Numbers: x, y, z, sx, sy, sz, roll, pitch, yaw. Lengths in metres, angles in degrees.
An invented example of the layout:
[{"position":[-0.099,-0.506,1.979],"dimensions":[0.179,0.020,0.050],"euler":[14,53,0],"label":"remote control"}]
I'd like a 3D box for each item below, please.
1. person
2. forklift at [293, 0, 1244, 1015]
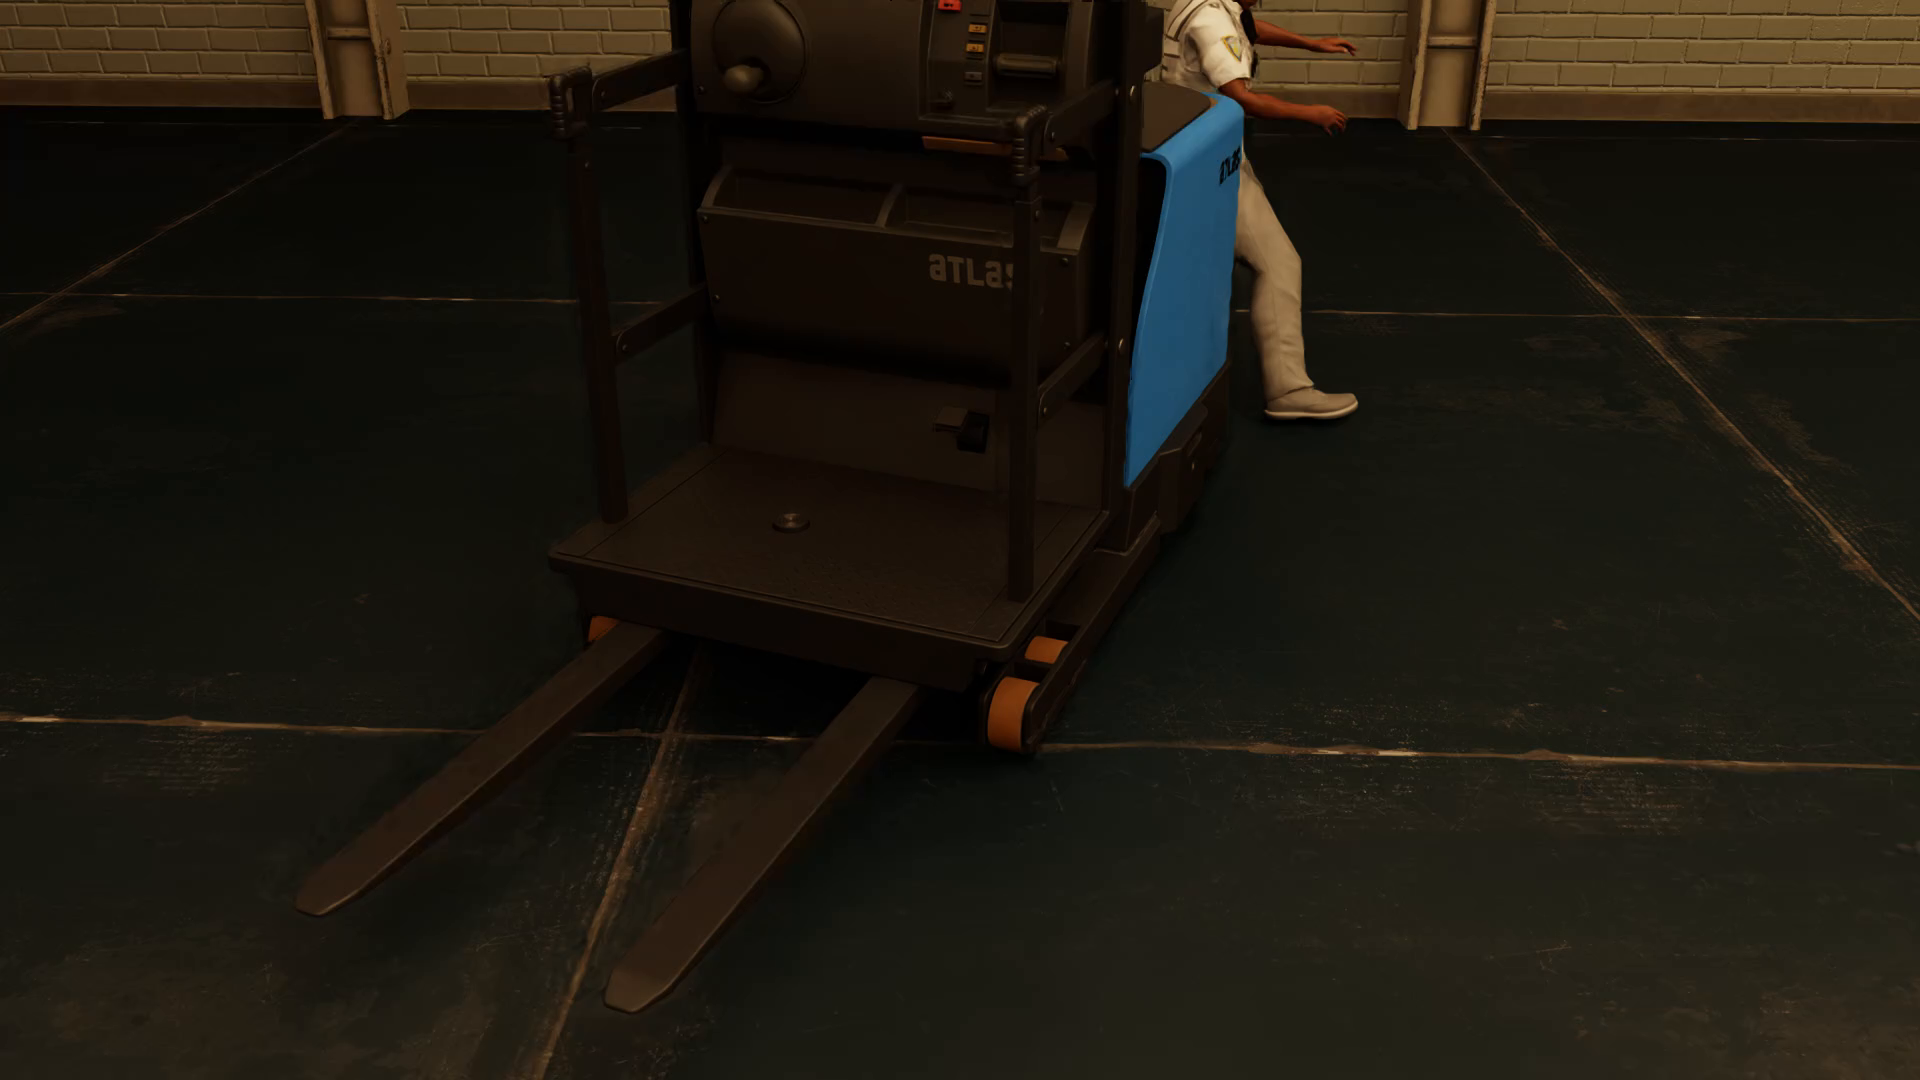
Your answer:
[{"position":[0.973,-1.293,5.484],"dimensions":[0.725,1.441,1.225],"euler":[3,26,7],"label":"person"},{"position":[-0.231,-1.065,3.367],"dimensions":[1.130,2.935,3.031],"euler":[10,28,20],"label":"forklift"}]
